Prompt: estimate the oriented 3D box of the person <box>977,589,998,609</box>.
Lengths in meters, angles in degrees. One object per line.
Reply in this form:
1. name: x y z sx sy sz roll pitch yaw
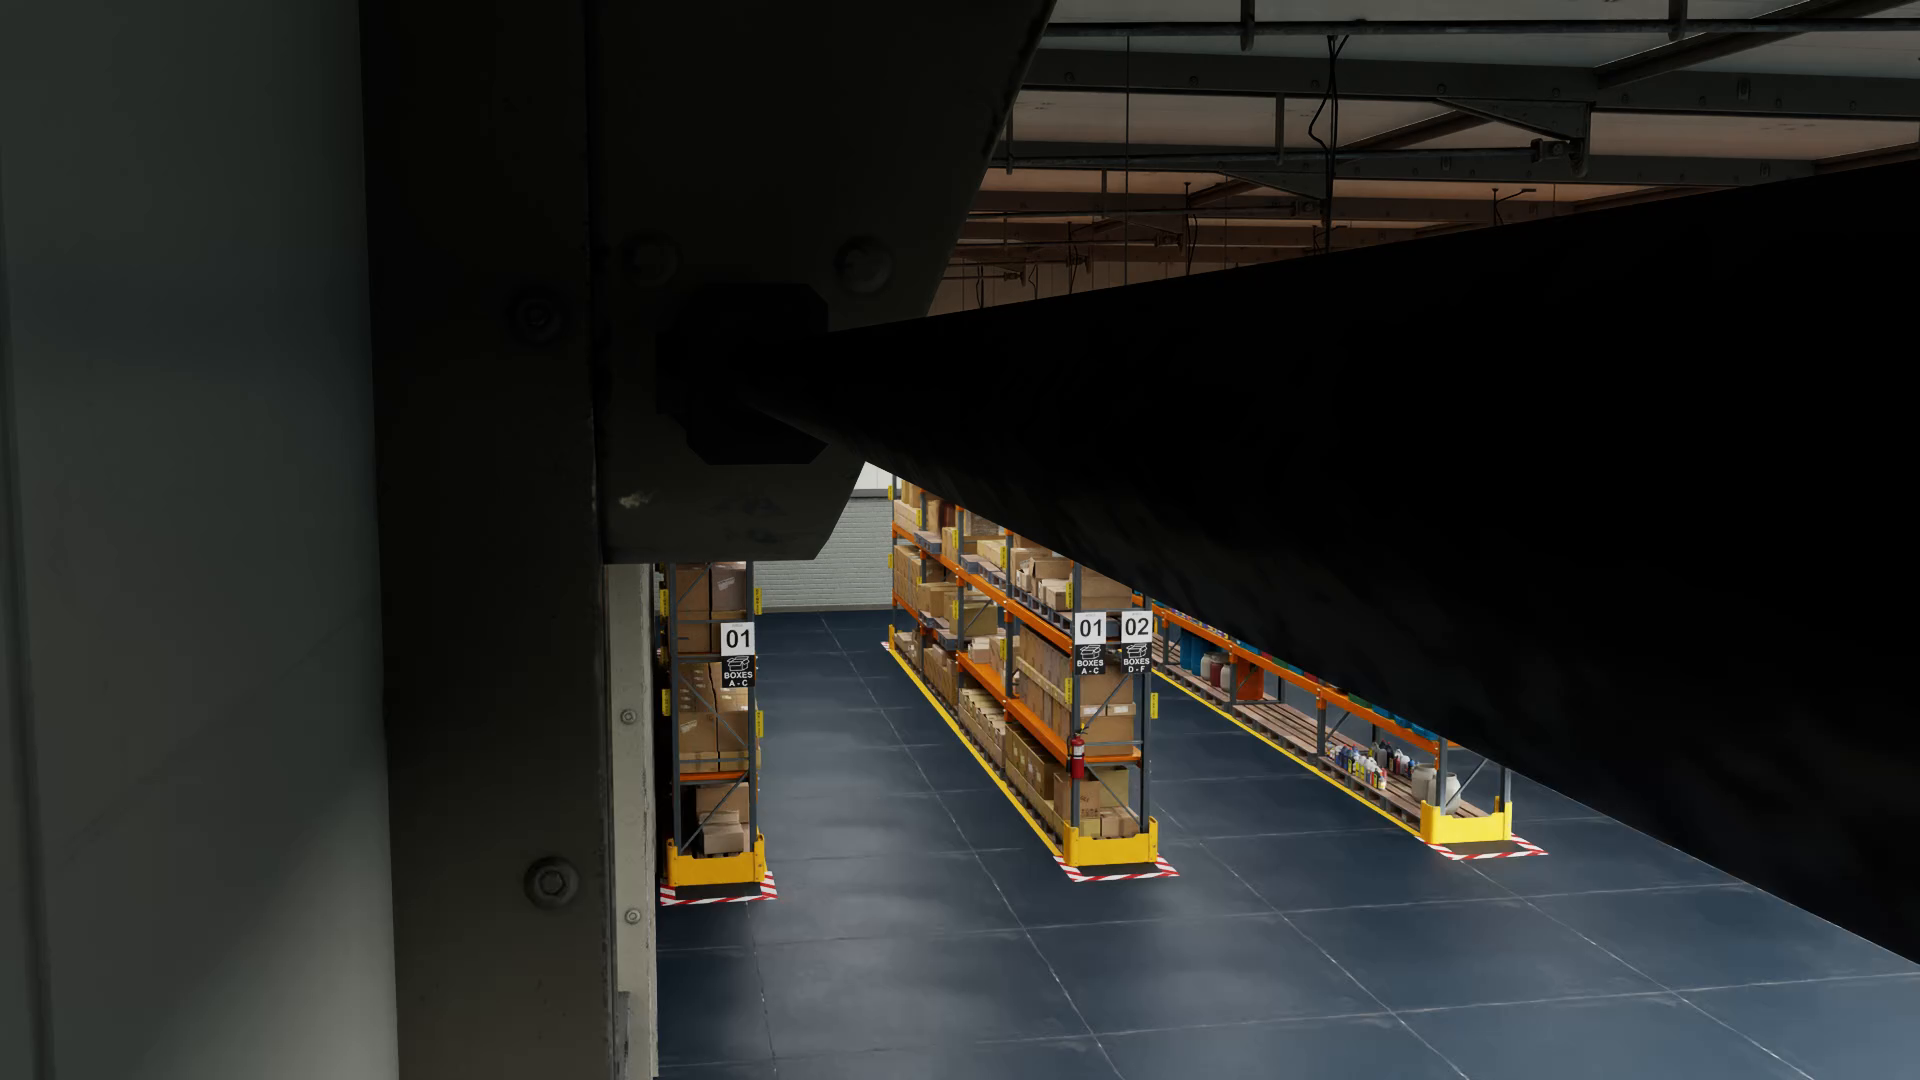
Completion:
1. person: 0.609 1.442 37.684 0.495 1.631 0.975 -2 6 -15
